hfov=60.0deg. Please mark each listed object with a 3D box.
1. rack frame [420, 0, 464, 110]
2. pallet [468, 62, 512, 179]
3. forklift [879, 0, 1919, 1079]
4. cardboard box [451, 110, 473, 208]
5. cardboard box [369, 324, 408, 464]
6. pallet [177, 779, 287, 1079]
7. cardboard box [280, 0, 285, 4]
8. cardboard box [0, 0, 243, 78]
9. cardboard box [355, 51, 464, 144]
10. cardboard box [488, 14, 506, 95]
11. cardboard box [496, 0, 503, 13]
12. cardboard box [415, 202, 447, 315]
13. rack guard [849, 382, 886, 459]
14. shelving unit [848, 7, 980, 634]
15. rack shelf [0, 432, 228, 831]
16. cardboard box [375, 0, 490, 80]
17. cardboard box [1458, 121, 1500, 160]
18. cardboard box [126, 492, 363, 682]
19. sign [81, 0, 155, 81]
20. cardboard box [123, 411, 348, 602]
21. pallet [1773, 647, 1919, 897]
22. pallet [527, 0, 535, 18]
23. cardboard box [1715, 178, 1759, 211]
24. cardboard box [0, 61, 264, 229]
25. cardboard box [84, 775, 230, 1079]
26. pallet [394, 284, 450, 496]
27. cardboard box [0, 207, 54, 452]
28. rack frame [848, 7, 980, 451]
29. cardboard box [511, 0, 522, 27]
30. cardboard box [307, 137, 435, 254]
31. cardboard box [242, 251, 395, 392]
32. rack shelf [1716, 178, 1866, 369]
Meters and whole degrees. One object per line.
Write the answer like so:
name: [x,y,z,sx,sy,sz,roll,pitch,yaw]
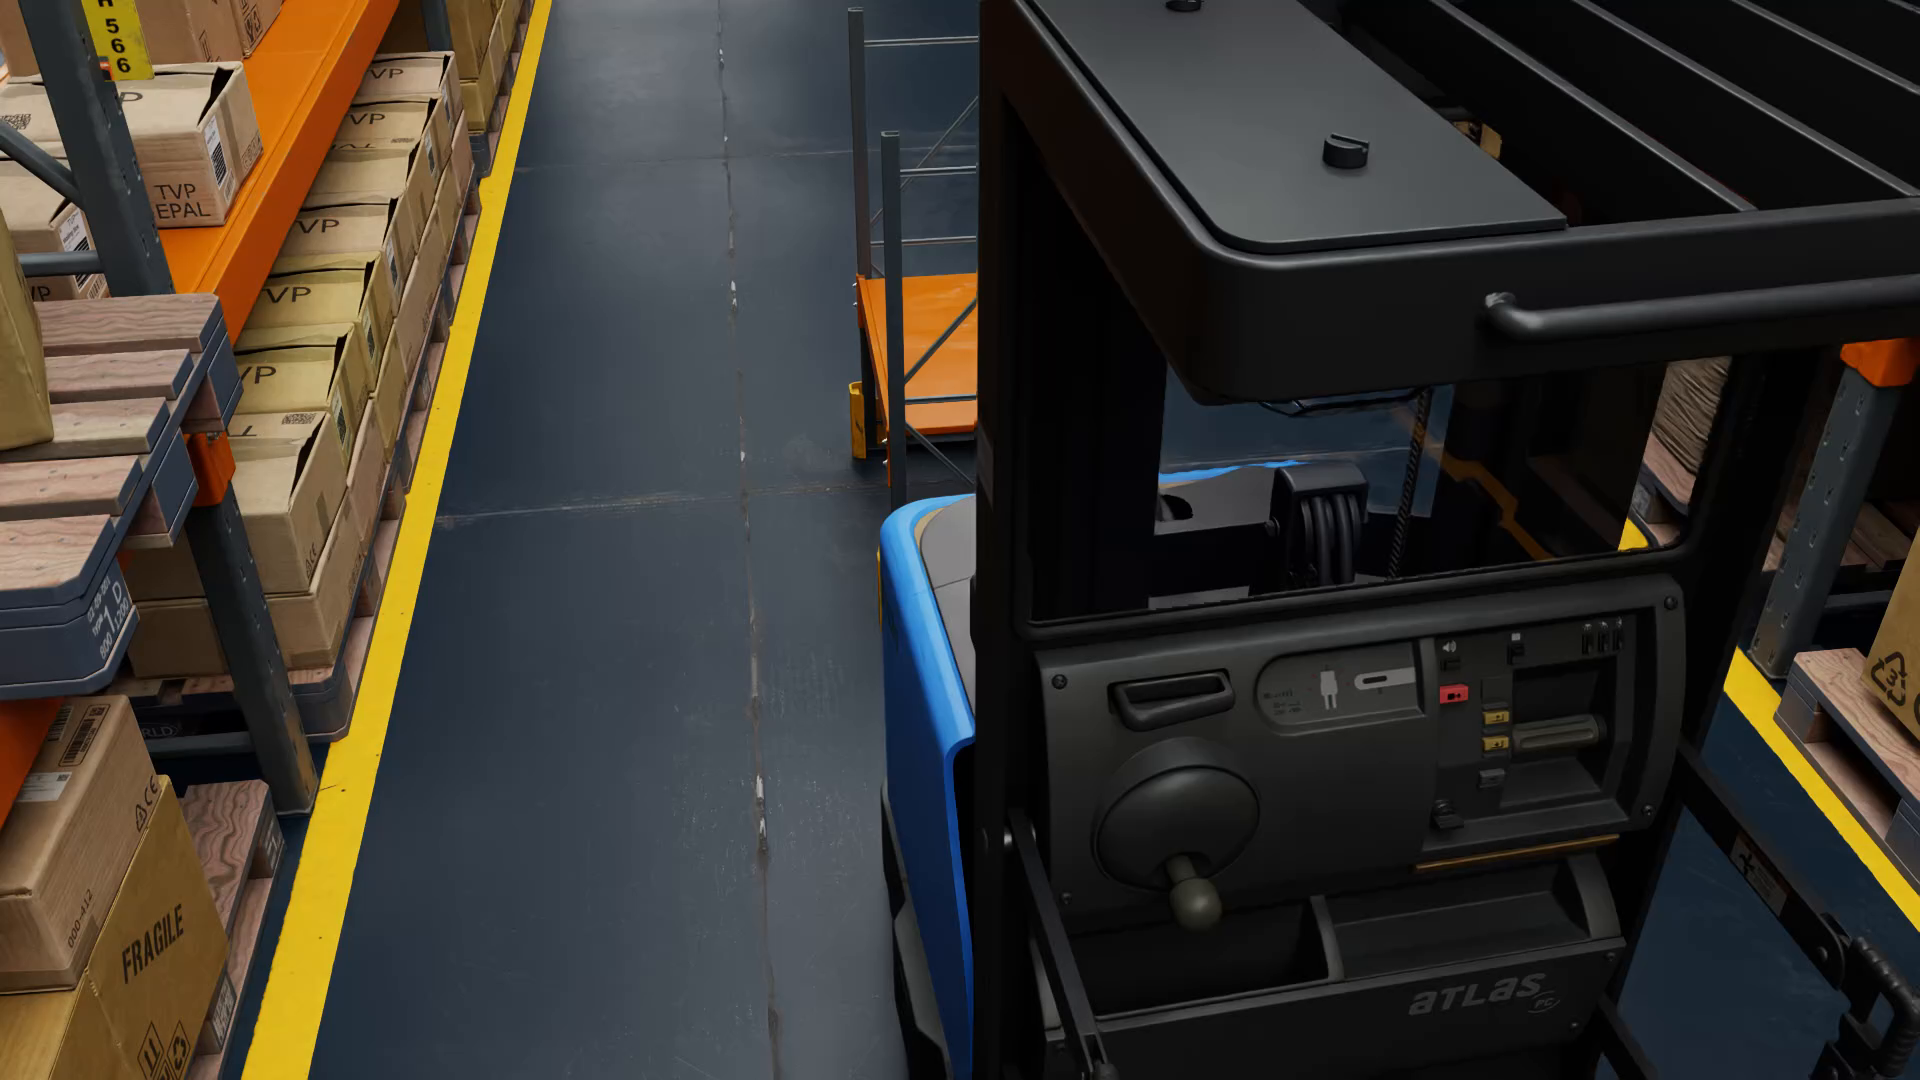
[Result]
rack frame: [-2.689,-2.767,6.647,1.000,3.000,0.127,-4,35,-6]
pallet: [-2.754,-2.062,8.088,1.003,0.211,1.213,-4,35,-6]
forklift: [0.611,0.355,2.127,1.130,2.935,3.031,-6,35,-9]
cardboard box: [-2.346,-1.595,6.996,0.500,0.250,0.500,-5,35,-7]
cardboard box: [-2.074,-0.457,5.326,0.500,0.250,0.500,-5,35,-8]
pallet: [-2.088,1.037,3.541,1.003,0.211,1.213,-4,35,-6]
cardboard box: [-2.531,-2.085,5.557,0.500,0.500,0.500,-2,34,-3]
cardboard box: [-2.392,-1.512,4.716,0.500,0.500,0.500,-6,35,-9]
cardboard box: [-2.350,-1.832,6.845,0.500,0.311,0.500,-4,35,-6]
cardboard box: [-2.513,-2.366,8.127,0.500,0.250,0.500,-4,35,-6]
cardboard box: [-2.575,-2.955,8.325,0.500,0.500,0.500,-4,35,-6]
cardboard box: [-2.210,-1.027,6.163,0.500,0.250,0.500,-4,34,-5]
rack guard: [-0.077,-0.424,5.650,0.587,0.250,0.087,-4,35,-6]
shelving unit: [-0.010,-0.662,4.890,0.587,1.500,1.083,-4,35,-6]
rack shelf: [-1.882,0.878,1.937,1.077,0.370,4.000,-4,35,-6]
cardboard box: [-2.441,-2.397,7.506,0.500,0.500,0.500,-4,35,-6]
cardboard box: [2.454,-1.599,6.762,0.700,0.500,0.500,-5,35,-7]
cardboard box: [-1.930,0.113,4.489,0.500,0.250,0.500,-4,35,-7]
sign: [-1.614,-1.027,3.136,0.100,0.325,0.005,-4,35,-6]
cardboard box: [-1.930,-0.119,4.331,0.500,0.311,0.500,-3,34,-5]
pallet: [2.789,0.686,4.057,1.003,0.211,1.213,-4,35,-6]
pallet: [-3.082,-3.424,10.086,1.003,0.211,1.213,-4,35,-6]
cardboard box: [2.595,-1.092,5.352,0.500,0.250,0.500,-4,34,-5]
cardboard box: [-2.079,-1.012,4.151,0.500,0.311,0.500,-5,35,-7]
cardboard box: [-1.792,0.820,3.212,0.500,0.500,0.500,-3,34,-5]
pallet: [-2.383,-0.525,5.832,1.003,0.211,1.213,-4,35,-6]
cardboard box: [-1.954,-0.407,2.722,0.700,0.500,0.500,-16,37,-22]
rack frame: [-0.080,-0.951,5.314,0.500,1.500,0.032,-4,35,-6]
cardboard box: [-2.648,-2.924,8.945,0.500,0.250,0.500,-4,35,-6]
cardboard box: [-2.209,-1.264,6.011,0.500,0.311,0.500,-4,35,-7]
cardboard box: [-2.075,-0.696,5.178,0.500,0.311,0.500,-5,35,-8]
rack shelf: [2.489,-1.731,5.766,1.077,0.370,4.000,-4,35,-6]
